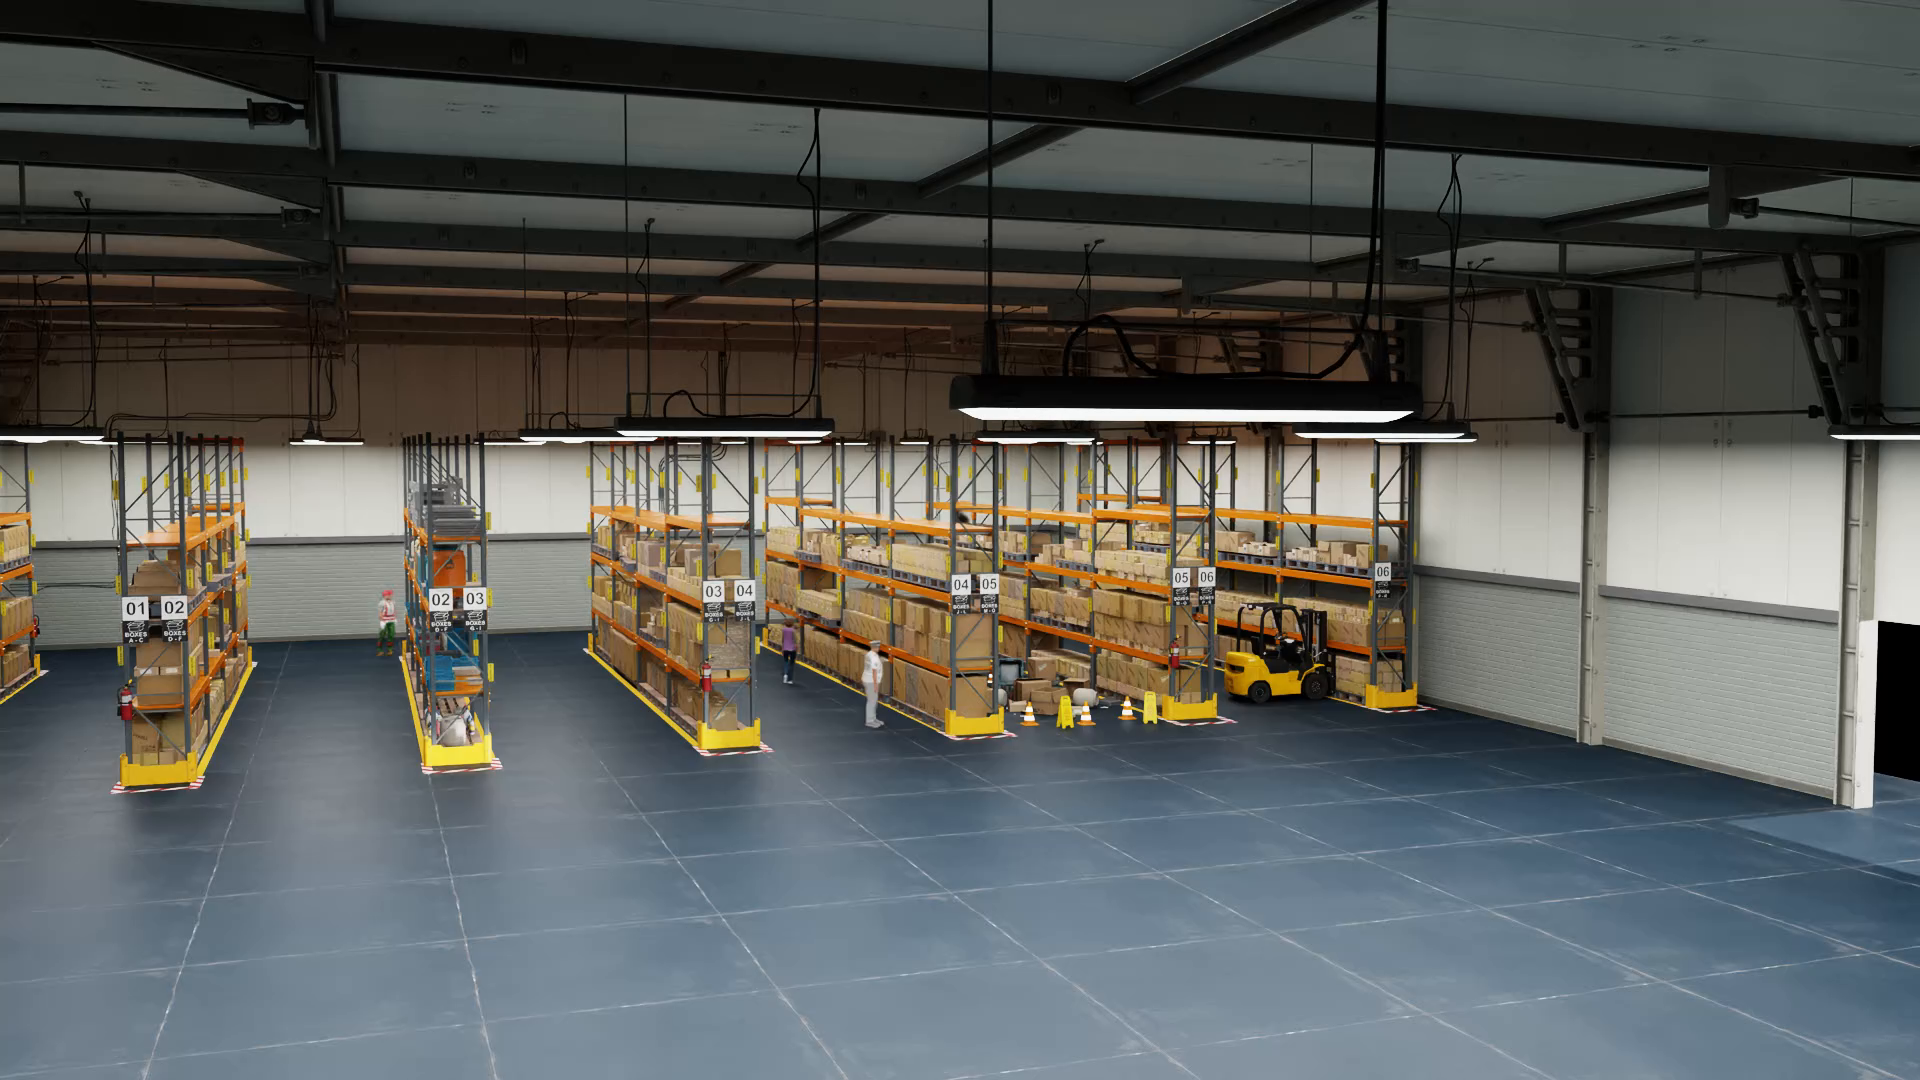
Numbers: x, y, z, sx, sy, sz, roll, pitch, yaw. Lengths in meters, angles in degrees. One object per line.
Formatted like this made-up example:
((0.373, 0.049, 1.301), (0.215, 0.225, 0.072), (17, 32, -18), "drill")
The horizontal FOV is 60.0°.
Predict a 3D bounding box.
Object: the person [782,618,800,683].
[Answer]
((-4.108, 2.678, 40.280), (0.438, 1.594, 0.390), (1, 3, 14), "person")

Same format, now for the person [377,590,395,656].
((-15.824, 2.275, 45.872), (0.385, 1.796, 0.568), (2, 4, 30), "person")

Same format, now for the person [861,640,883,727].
((-1.789, 2.951, 34.229), (0.453, 1.765, 0.557), (-1, 3, -17), "person")

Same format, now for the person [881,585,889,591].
((-2.113, 1.976, 48.167), (0.537, 1.698, 0.535), (0, 3, 2), "person")
